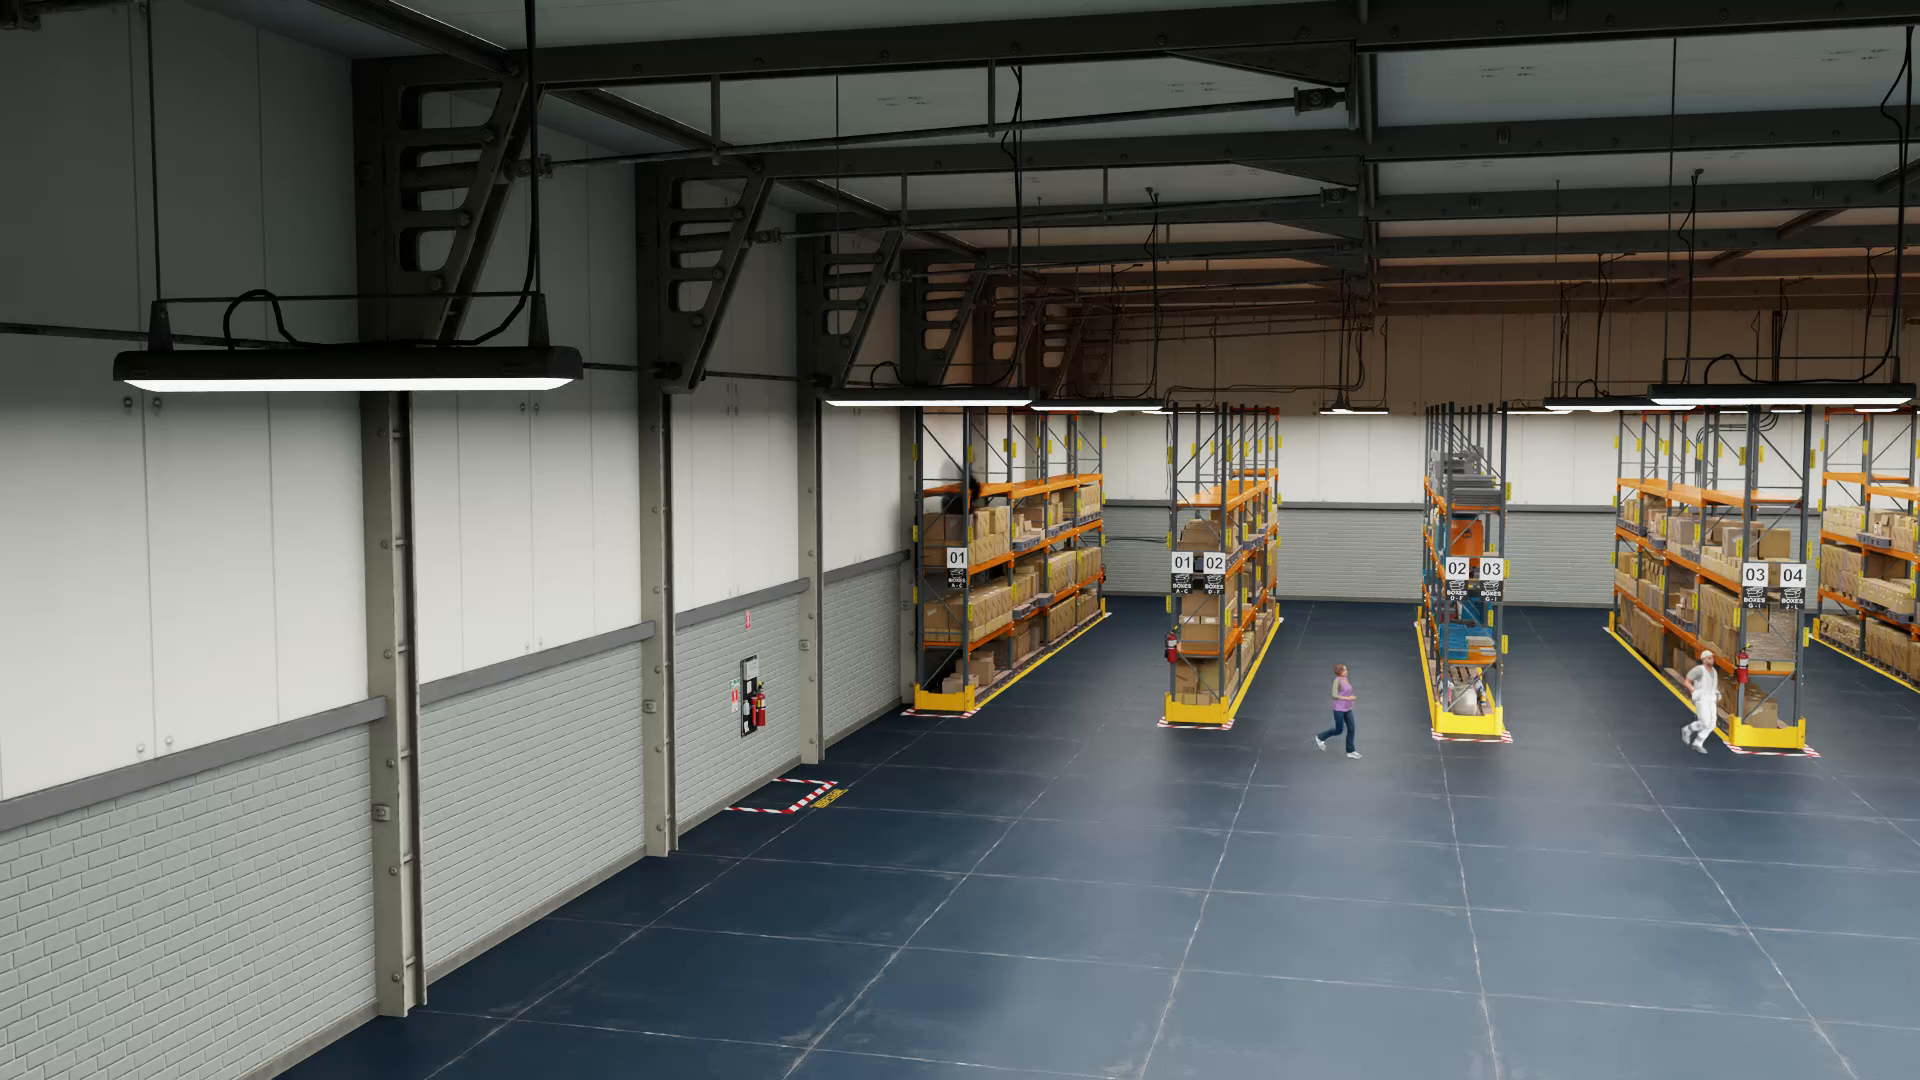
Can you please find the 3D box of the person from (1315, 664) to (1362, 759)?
[{"bbox_3d":[6.403,2.863,28.003,0.819,1.575,0.552,4,6,40],"label":"person"}]

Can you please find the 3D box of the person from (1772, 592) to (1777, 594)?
[{"bbox_3d":[21.049,1.632,43.794,0.774,1.722,0.803,-1,4,-19],"label":"person"}]

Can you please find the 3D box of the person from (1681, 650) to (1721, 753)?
[{"bbox_3d":[12.756,2.756,28.531,0.690,1.740,0.559,-2,5,-23],"label":"person"}]
